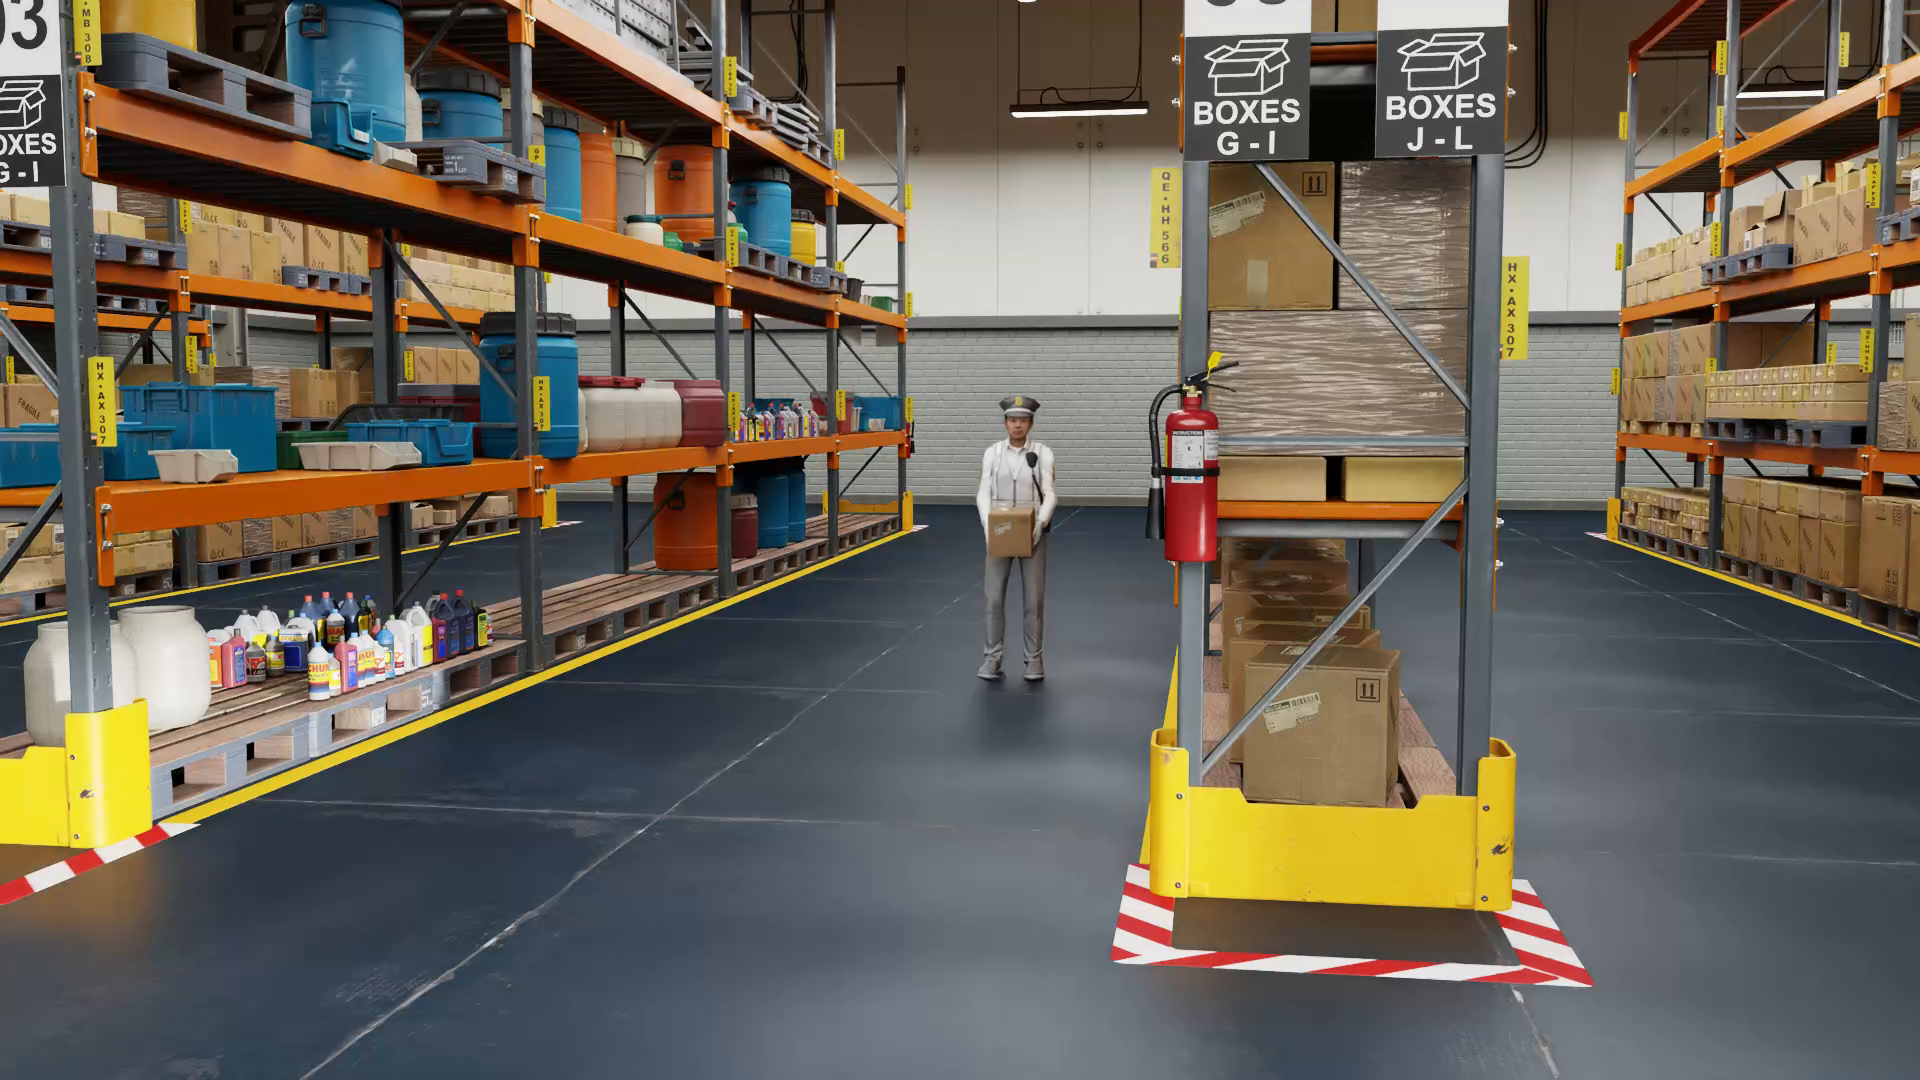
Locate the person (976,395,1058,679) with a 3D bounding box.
[{"bbox_3d":[0.335,-0.017,9.922,0.494,1.690,0.464,1,5,8],"label":"person"}]
